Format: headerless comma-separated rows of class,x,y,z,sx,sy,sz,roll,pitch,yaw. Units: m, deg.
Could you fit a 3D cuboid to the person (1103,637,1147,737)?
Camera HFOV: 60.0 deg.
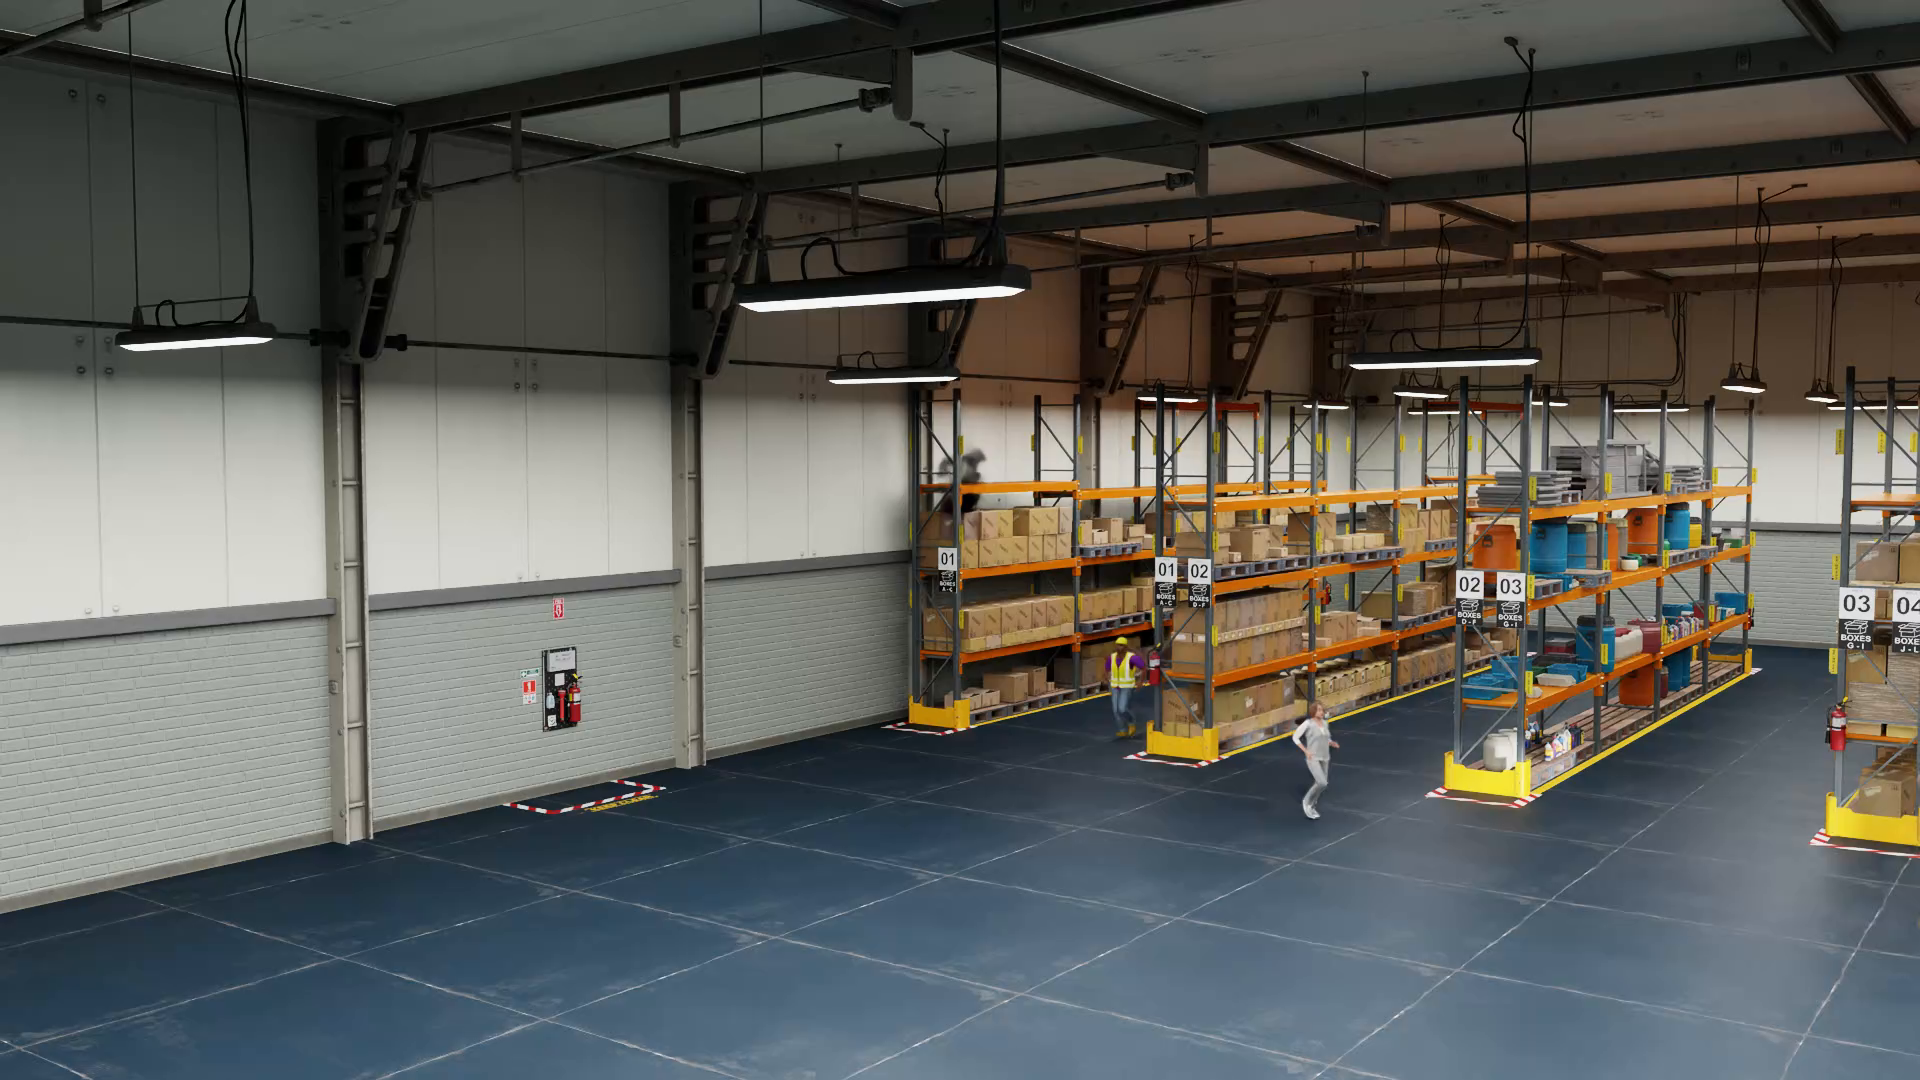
person,2.756,2.515,28.322,0.746,1.724,0.593,2,4,32

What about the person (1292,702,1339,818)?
person,4.780,2.943,22.162,0.525,1.561,0.569,-2,4,-31
